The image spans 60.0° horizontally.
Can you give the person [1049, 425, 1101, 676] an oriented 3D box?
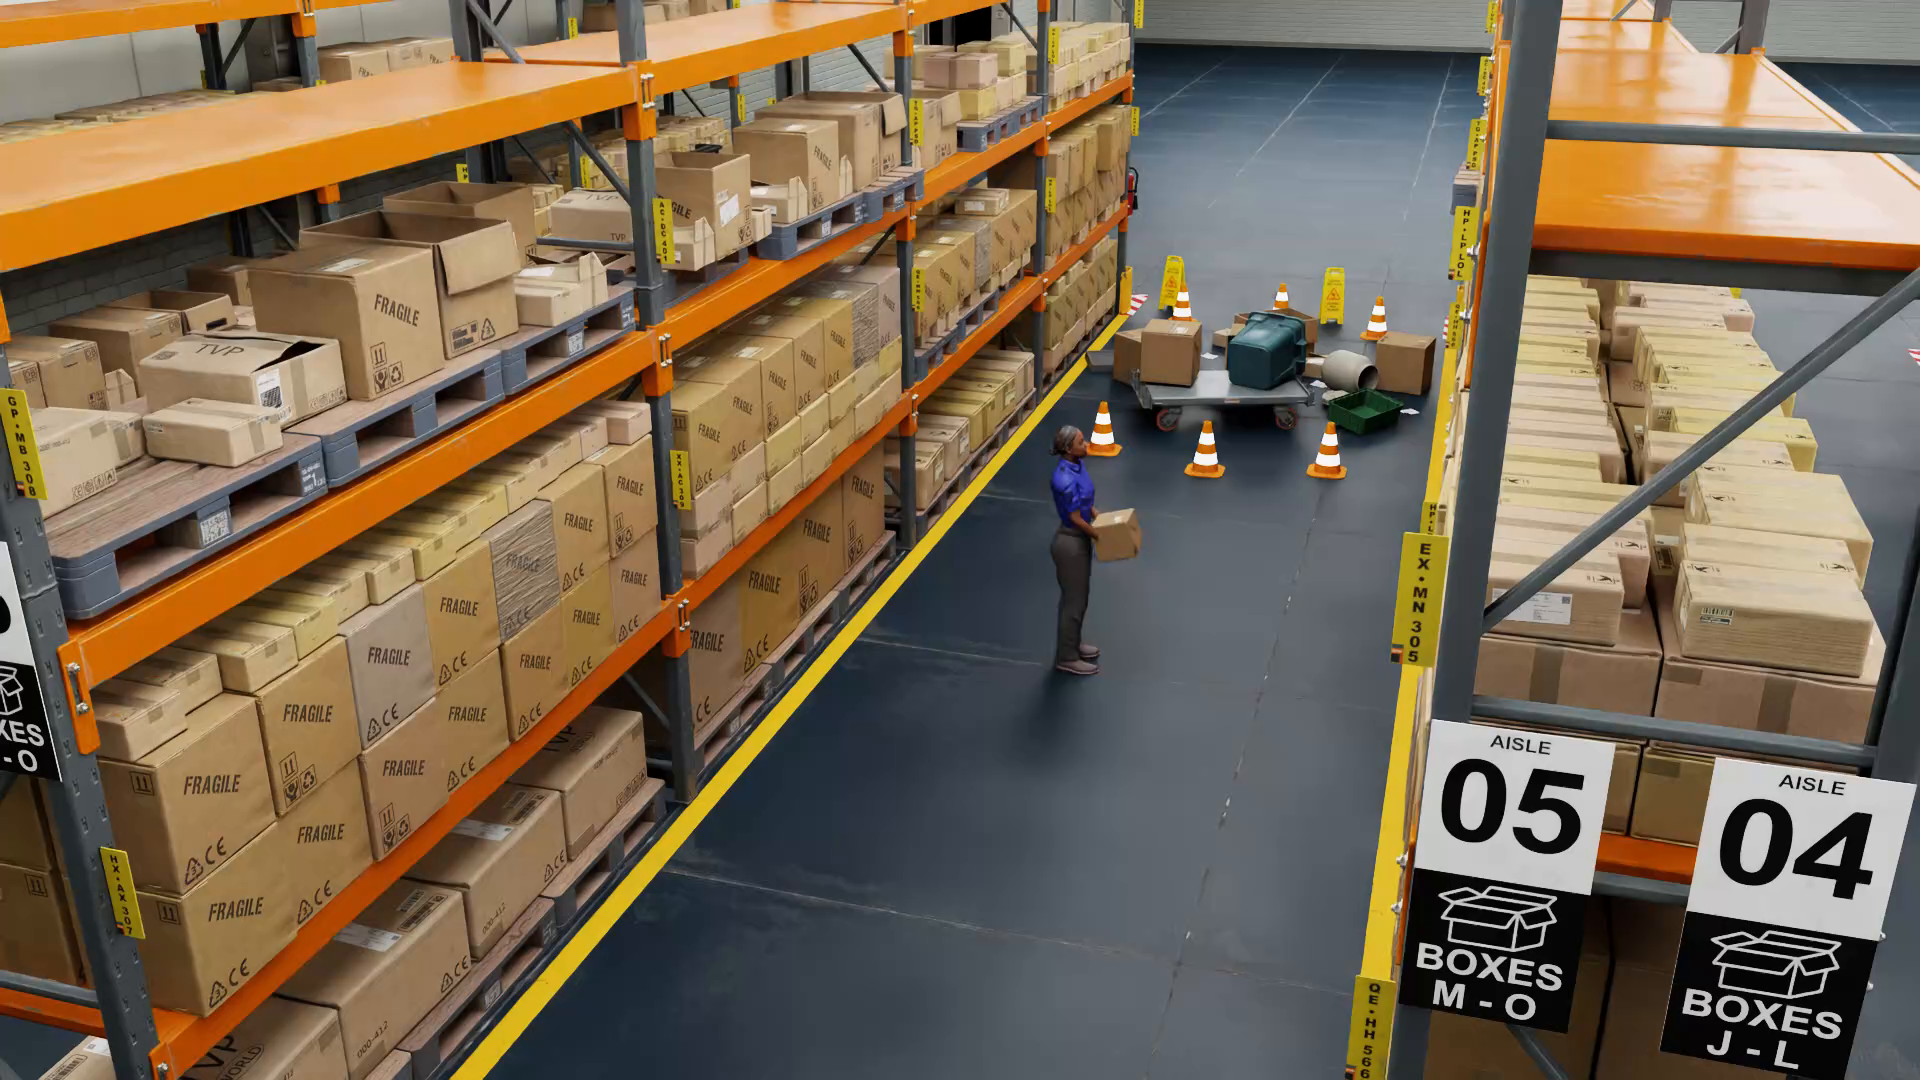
[{"bbox_3d":[0.824,0.050,10.974,0.503,1.656,0.479,4,22,10],"label":"person"}]
